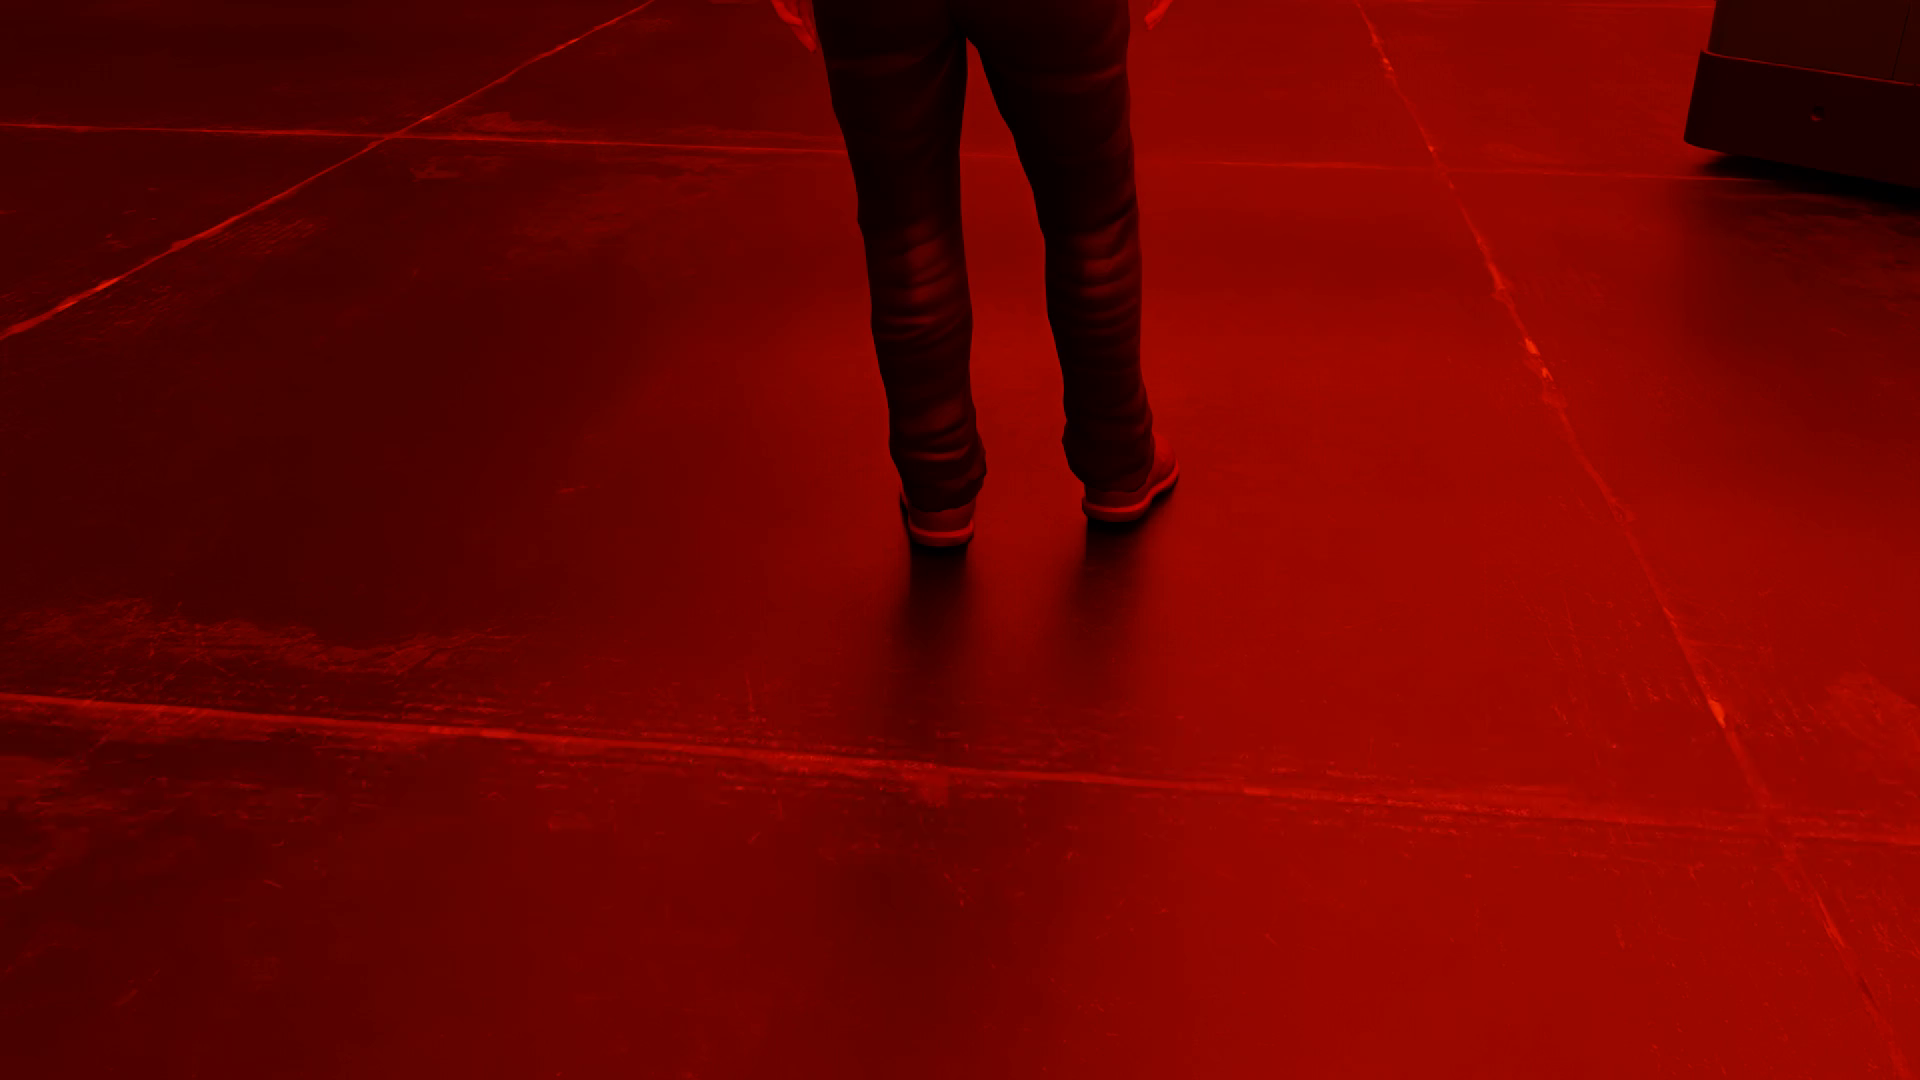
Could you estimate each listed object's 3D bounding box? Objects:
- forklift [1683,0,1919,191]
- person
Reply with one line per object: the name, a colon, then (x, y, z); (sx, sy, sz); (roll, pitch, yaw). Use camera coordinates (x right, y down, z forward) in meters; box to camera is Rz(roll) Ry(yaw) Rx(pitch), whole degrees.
forklift: (3.411, -2.580, 4.390); (3.031, 2.935, 1.130); (-21, 33, -35)
person: (0.035, -0.783, 2.205); (0.598, 1.651, 0.503); (3, 27, 7)
